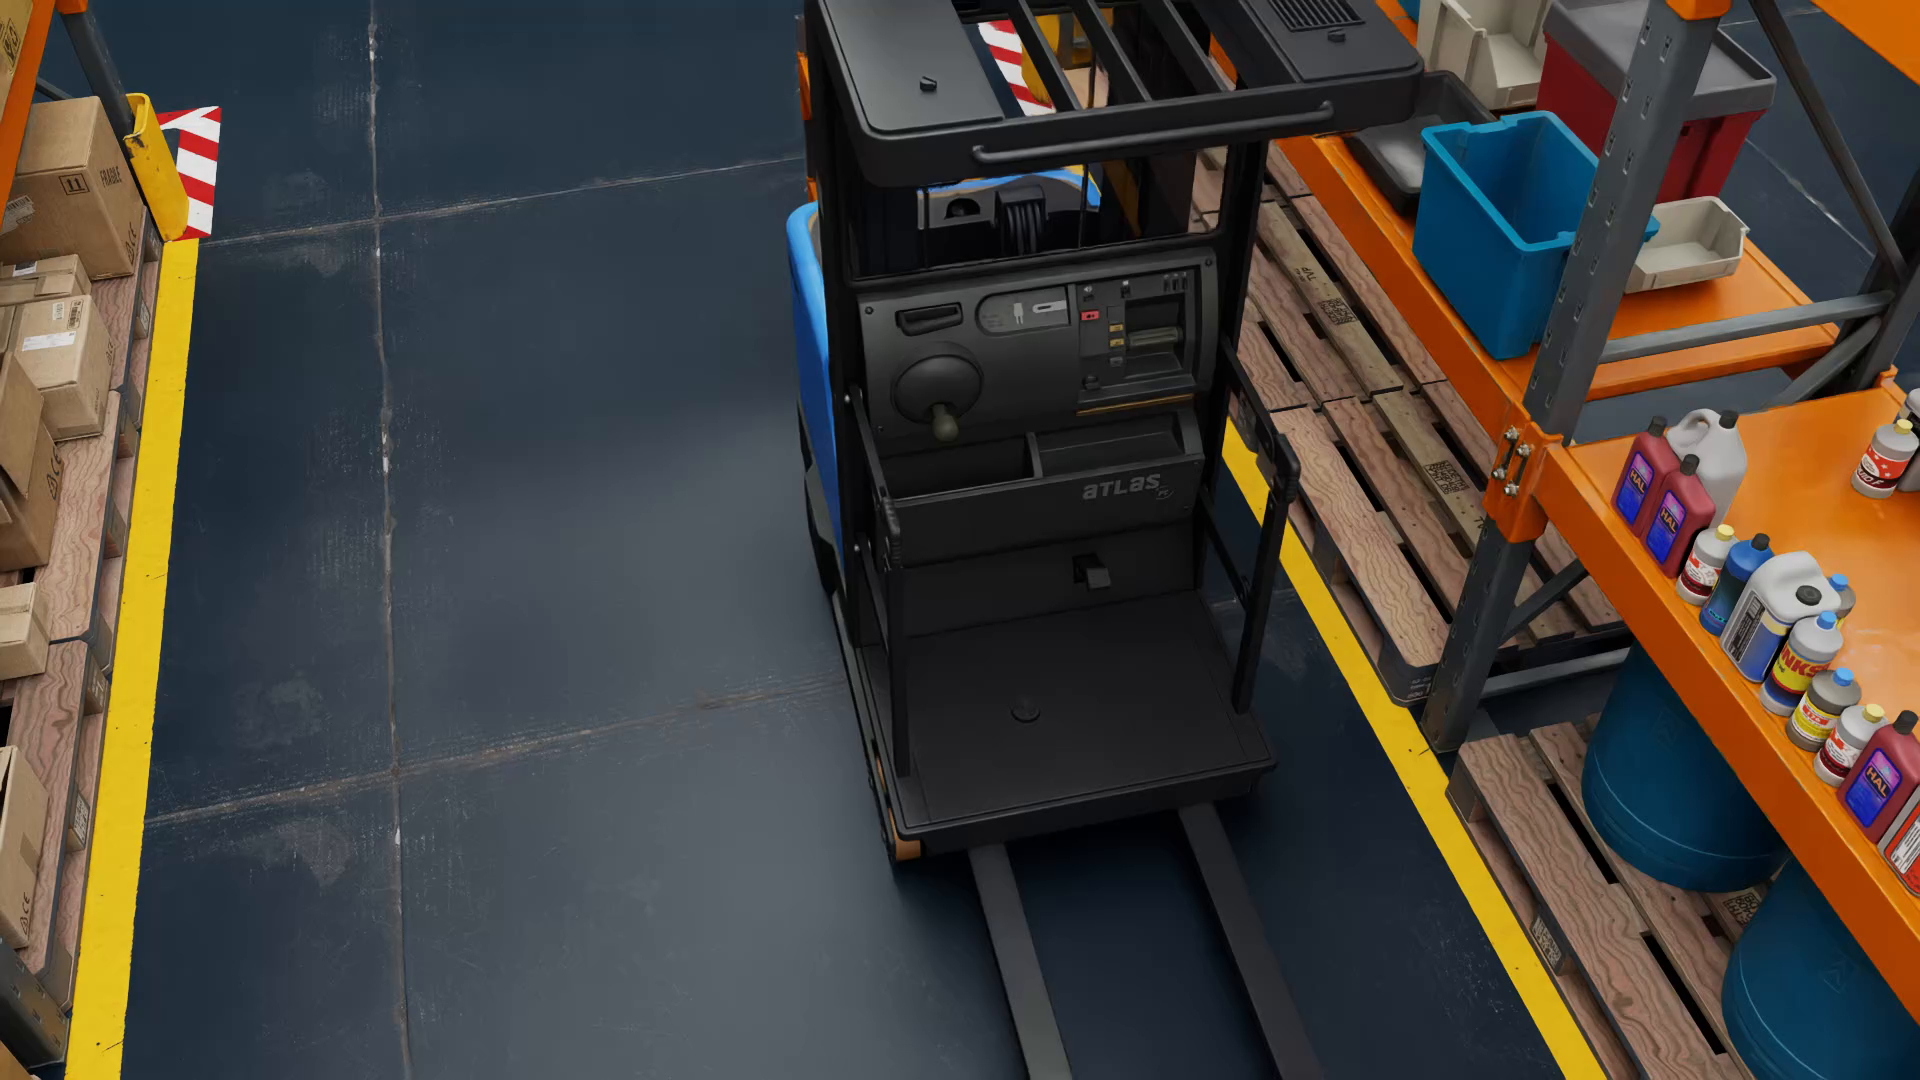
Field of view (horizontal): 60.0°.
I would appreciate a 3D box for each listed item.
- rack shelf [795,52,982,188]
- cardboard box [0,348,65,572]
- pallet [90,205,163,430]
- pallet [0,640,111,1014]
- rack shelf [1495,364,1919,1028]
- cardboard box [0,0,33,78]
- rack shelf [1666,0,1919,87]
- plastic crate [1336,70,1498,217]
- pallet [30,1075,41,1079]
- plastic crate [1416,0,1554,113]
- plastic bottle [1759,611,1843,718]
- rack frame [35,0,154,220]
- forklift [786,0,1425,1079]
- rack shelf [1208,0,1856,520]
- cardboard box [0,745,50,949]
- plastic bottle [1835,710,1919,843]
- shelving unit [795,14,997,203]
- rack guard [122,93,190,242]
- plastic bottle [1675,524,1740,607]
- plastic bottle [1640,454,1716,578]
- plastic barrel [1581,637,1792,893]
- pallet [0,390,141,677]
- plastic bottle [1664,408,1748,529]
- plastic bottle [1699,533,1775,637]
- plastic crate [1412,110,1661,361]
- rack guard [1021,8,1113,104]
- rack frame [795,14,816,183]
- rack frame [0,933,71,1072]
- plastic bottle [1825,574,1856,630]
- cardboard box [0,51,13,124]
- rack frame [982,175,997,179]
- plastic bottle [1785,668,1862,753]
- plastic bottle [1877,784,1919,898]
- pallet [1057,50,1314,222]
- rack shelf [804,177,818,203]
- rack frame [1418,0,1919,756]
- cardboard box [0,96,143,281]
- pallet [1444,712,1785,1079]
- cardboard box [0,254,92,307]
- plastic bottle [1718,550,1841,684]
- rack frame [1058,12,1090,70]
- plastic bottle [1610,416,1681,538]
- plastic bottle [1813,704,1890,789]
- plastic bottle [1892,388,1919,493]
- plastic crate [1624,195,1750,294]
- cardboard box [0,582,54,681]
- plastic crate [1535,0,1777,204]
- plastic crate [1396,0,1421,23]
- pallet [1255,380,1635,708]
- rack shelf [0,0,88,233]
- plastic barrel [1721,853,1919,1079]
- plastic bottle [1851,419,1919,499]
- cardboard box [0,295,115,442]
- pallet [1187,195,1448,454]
[{"bbox_3d":[-0.239,-1.395,5.920,0.538,0.278,1.000,-9,46,-9],"label":"rack shelf"},{"bbox_3d":[-3.347,-0.194,5.280,0.797,0.503,0.637,-11,47,-10],"label":"cardboard box"},{"bbox_3d":[-3.661,-0.801,6.387,1.003,0.211,1.213,-11,47,-10],"label":"pallet"},{"bbox_3d":[-3.036,0.884,4.736,1.003,0.211,1.213,-11,47,-10],"label":"pallet"},{"bbox_3d":[2.440,1.111,3.064,1.077,0.370,4.000,-11,47,-10],"label":"rack shelf"},{"bbox_3d":[-3.371,-1.798,5.342,0.500,0.500,0.500,-10,46,-10],"label":"cardboard box"},{"bbox_3d":[2.440,0.062,1.993,1.077,0.370,4.000,-11,47,-10],"label":"rack shelf"},{"bbox_3d":[1.382,-1.170,4.947,0.437,0.125,0.590,-11,47,-10],"label":"plastic crate"},{"bbox_3d":[-2.617,1.913,3.728,1.003,0.211,1.213,-11,47,-10],"label":"pallet"},{"bbox_3d":[1.715,-1.589,5.248,0.437,0.282,0.530,-11,47,-10],"label":"plastic crate"},{"bbox_3d":[1.775,0.251,3.494,0.097,0.271,0.097,0,46,0],"label":"plastic bottle"},{"bbox_3d":[-3.885,-2.380,5.982,1.000,3.000,0.127,-11,47,-10],"label":"rack frame"},{"bbox_3d":[0.260,-0.399,4.089,1.130,2.935,3.031,-9,46,-9],"label":"forklift"},{"bbox_3d":[1.416,-1.650,5.771,1.077,0.370,4.000,-11,47,-10],"label":"rack shelf"},{"bbox_3d":[-2.760,0.840,4.401,0.500,0.311,0.500,-11,47,-10],"label":"cardboard box"},{"bbox_3d":[1.837,0.464,3.277,0.061,0.283,0.133,-11,47,-10],"label":"plastic bottle"},{"bbox_3d":[-0.239,-1.190,6.129,0.538,1.125,1.048,-9,46,-9],"label":"shelving unit"},{"bbox_3d":[-3.866,-1.452,6.823,1.175,0.500,0.348,-11,47,-10],"label":"rack guard"},{"bbox_3d":[1.691,0.048,3.742,0.097,0.201,0.097,0,46,0],"label":"plastic bottle"},{"bbox_3d":[1.644,-0.057,3.787,0.061,0.283,0.133,-11,47,-10],"label":"plastic bottle"},{"bbox_3d":[2.051,0.445,4.389,0.600,0.901,0.708,-11,47,-10],"label":"plastic barrel"},{"bbox_3d":[-3.352,0.040,5.563,1.003,0.211,1.213,-11,47,-10],"label":"pallet"},{"bbox_3d":[1.715,-0.174,3.855,0.144,0.351,0.185,-11,47,-10],"label":"plastic bottle"},{"bbox_3d":[1.716,0.091,3.651,0.097,0.271,0.097,0,46,0],"label":"plastic bottle"},{"bbox_3d":[1.479,-0.797,4.400,0.392,0.384,0.575,-11,47,-10],"label":"plastic crate"},{"bbox_3d":[0.885,-2.422,7.774,1.175,0.500,0.348,-11,47,-10],"label":"rack guard"},{"bbox_3d":[-0.353,-1.544,6.475,0.500,1.125,0.032,-9,46,-9],"label":"rack frame"},{"bbox_3d":[-2.861,0.382,3.276,1.000,3.000,0.127,-11,47,-10],"label":"rack frame"},{"bbox_3d":[1.888,0.155,3.637,0.097,0.201,0.097,0,46,0],"label":"plastic bottle"},{"bbox_3d":[-3.249,-1.452,5.003,0.500,0.500,0.500,-10,46,-10],"label":"cardboard box"},{"bbox_3d":[-0.124,-0.836,5.782,0.500,1.125,0.032,-9,46,-9],"label":"rack frame"},{"bbox_3d":[1.800,0.342,3.453,0.097,0.201,0.097,0,46,0],"label":"plastic bottle"},{"bbox_3d":[1.915,0.551,3.197,0.152,0.276,0.135,-11,47,-10],"label":"plastic bottle"},{"bbox_3d":[1.078,-1.730,7.298,1.003,0.211,1.213,-11,47,-10],"label":"pallet"},{"bbox_3d":[-0.239,-1.019,6.303,0.538,0.278,1.000,-9,46,-9],"label":"rack shelf"},{"bbox_3d":[1.928,-0.521,4.161,1.000,3.000,0.127,-11,47,-10],"label":"rack frame"},{"bbox_3d":[-3.508,-1.328,6.394,0.500,0.500,0.500,-11,47,-10],"label":"cardboard box"},{"bbox_3d":[2.085,0.995,4.627,1.003,0.211,1.213,-11,47,-10],"label":"pallet"},{"bbox_3d":[-3.491,-0.916,6.223,0.380,0.166,0.250,-11,47,-10],"label":"cardboard box"},{"bbox_3d":[1.772,0.164,3.576,0.152,0.276,0.135,-11,47,-10],"label":"plastic bottle"},{"bbox_3d":[0.904,-3.283,6.867,1.000,3.000,0.127,-11,47,-10],"label":"rack frame"},{"bbox_3d":[1.609,-0.149,3.878,0.061,0.283,0.133,-11,47,-10],"label":"plastic bottle"},{"bbox_3d":[1.825,0.410,3.387,0.097,0.201,0.097,0,46,0],"label":"plastic bottle"},{"bbox_3d":[2.341,-0.265,3.996,0.152,0.276,0.135,-11,47,-10],"label":"plastic bottle"},{"bbox_3d":[1.947,-0.797,4.574,0.396,0.136,0.243,-11,47,-10],"label":"plastic crate"},{"bbox_3d":[-2.991,0.295,5.037,0.380,0.166,0.250,-11,47,-10],"label":"cardboard box"},{"bbox_3d":[1.942,-1.227,4.765,0.402,0.464,0.583,-11,47,-10],"label":"plastic crate"},{"bbox_3d":[1.678,-1.874,5.562,0.416,0.233,0.300,-11,47,-10],"label":"plastic crate"},{"bbox_3d":[1.702,-0.046,5.647,1.003,0.211,1.213,-11,47,-10],"label":"pallet"},{"bbox_3d":[-3.373,-0.747,4.886,1.077,0.370,4.000,-11,47,-10],"label":"rack shelf"},{"bbox_3d":[2.232,0.934,3.910,0.600,0.901,0.708,-11,47,-10],"label":"plastic barrel"},{"bbox_3d":[2.225,-0.203,3.988,0.097,0.201,0.097,0,46,0],"label":"plastic bottle"},{"bbox_3d":[-3.294,-0.580,5.835,0.500,0.250,0.500,-11,47,-10],"label":"cardboard box"},{"bbox_3d":[1.386,-0.890,6.474,1.003,0.211,1.213,-11,47,-10],"label":"pallet"}]
